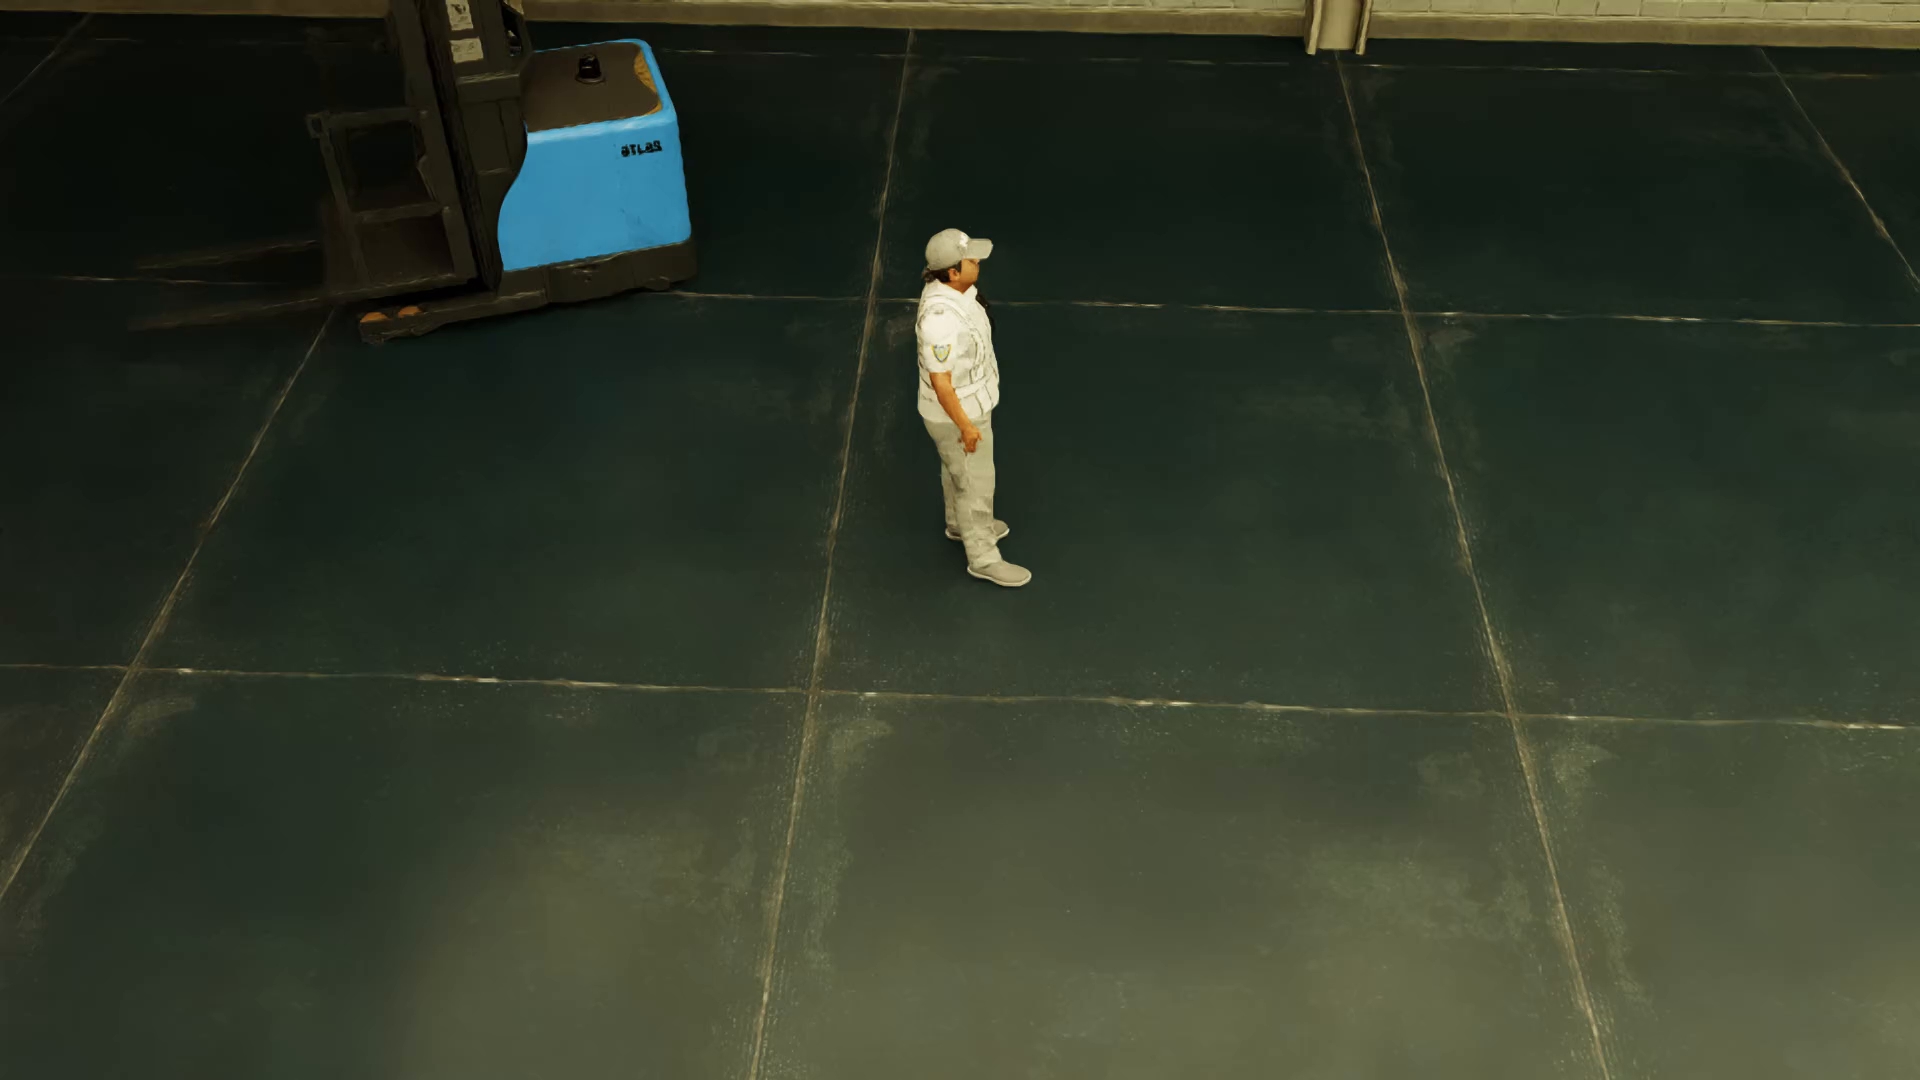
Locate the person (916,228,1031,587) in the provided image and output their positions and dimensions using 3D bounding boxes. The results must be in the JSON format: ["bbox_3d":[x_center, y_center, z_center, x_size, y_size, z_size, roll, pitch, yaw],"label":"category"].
[{"bbox_3d":[0.075,-0.603,7.330,0.529,1.669,0.598,2,42,2],"label":"person"}]

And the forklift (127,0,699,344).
[{"bbox_3d":[-3.069,-2.557,8.543,3.031,2.935,1.130,-12,44,-13],"label":"forklift"}]
